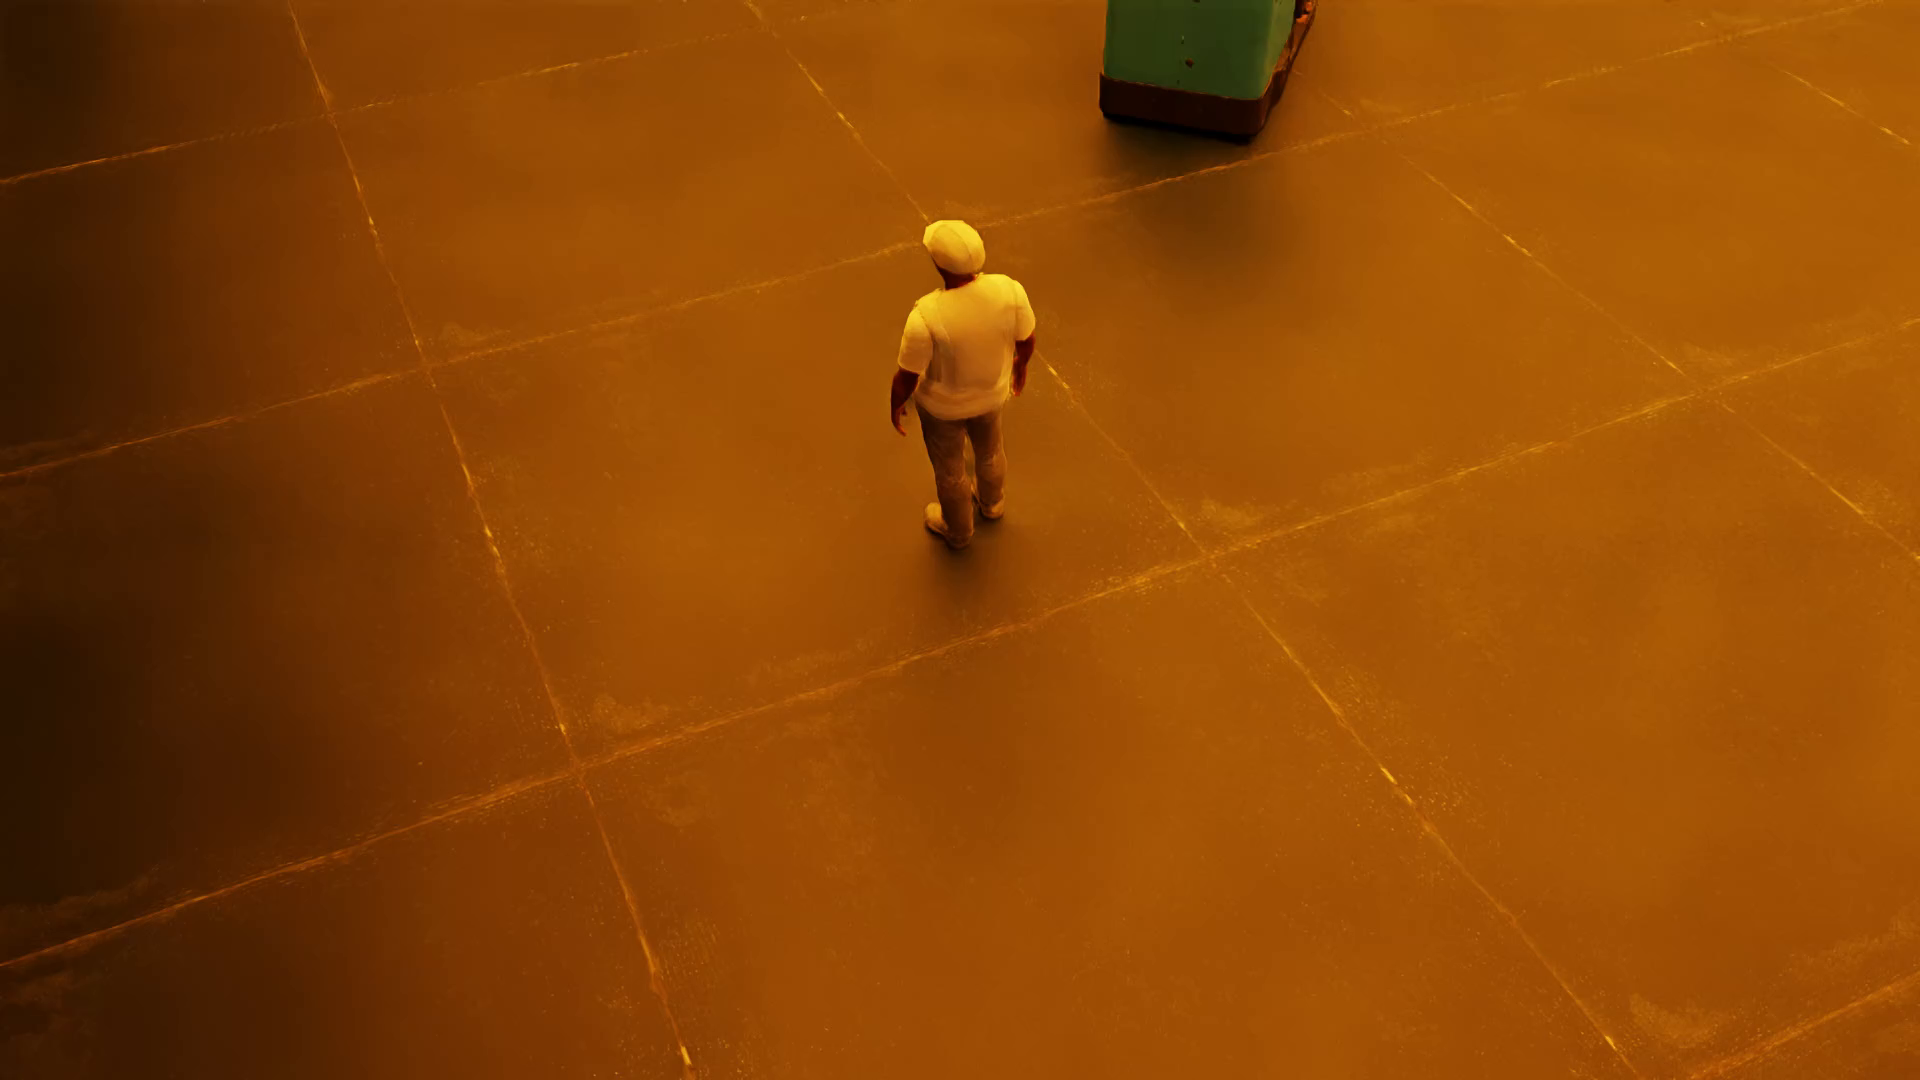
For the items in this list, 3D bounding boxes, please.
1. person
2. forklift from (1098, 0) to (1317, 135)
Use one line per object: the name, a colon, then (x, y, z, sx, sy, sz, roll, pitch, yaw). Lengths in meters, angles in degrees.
person: (-0.024, -0.696, 7.269, 0.665, 1.766, 0.576, -18, 46, -18)
forklift: (1.862, -4.633, 10.644, 1.130, 2.935, 3.031, 13, 45, 14)
